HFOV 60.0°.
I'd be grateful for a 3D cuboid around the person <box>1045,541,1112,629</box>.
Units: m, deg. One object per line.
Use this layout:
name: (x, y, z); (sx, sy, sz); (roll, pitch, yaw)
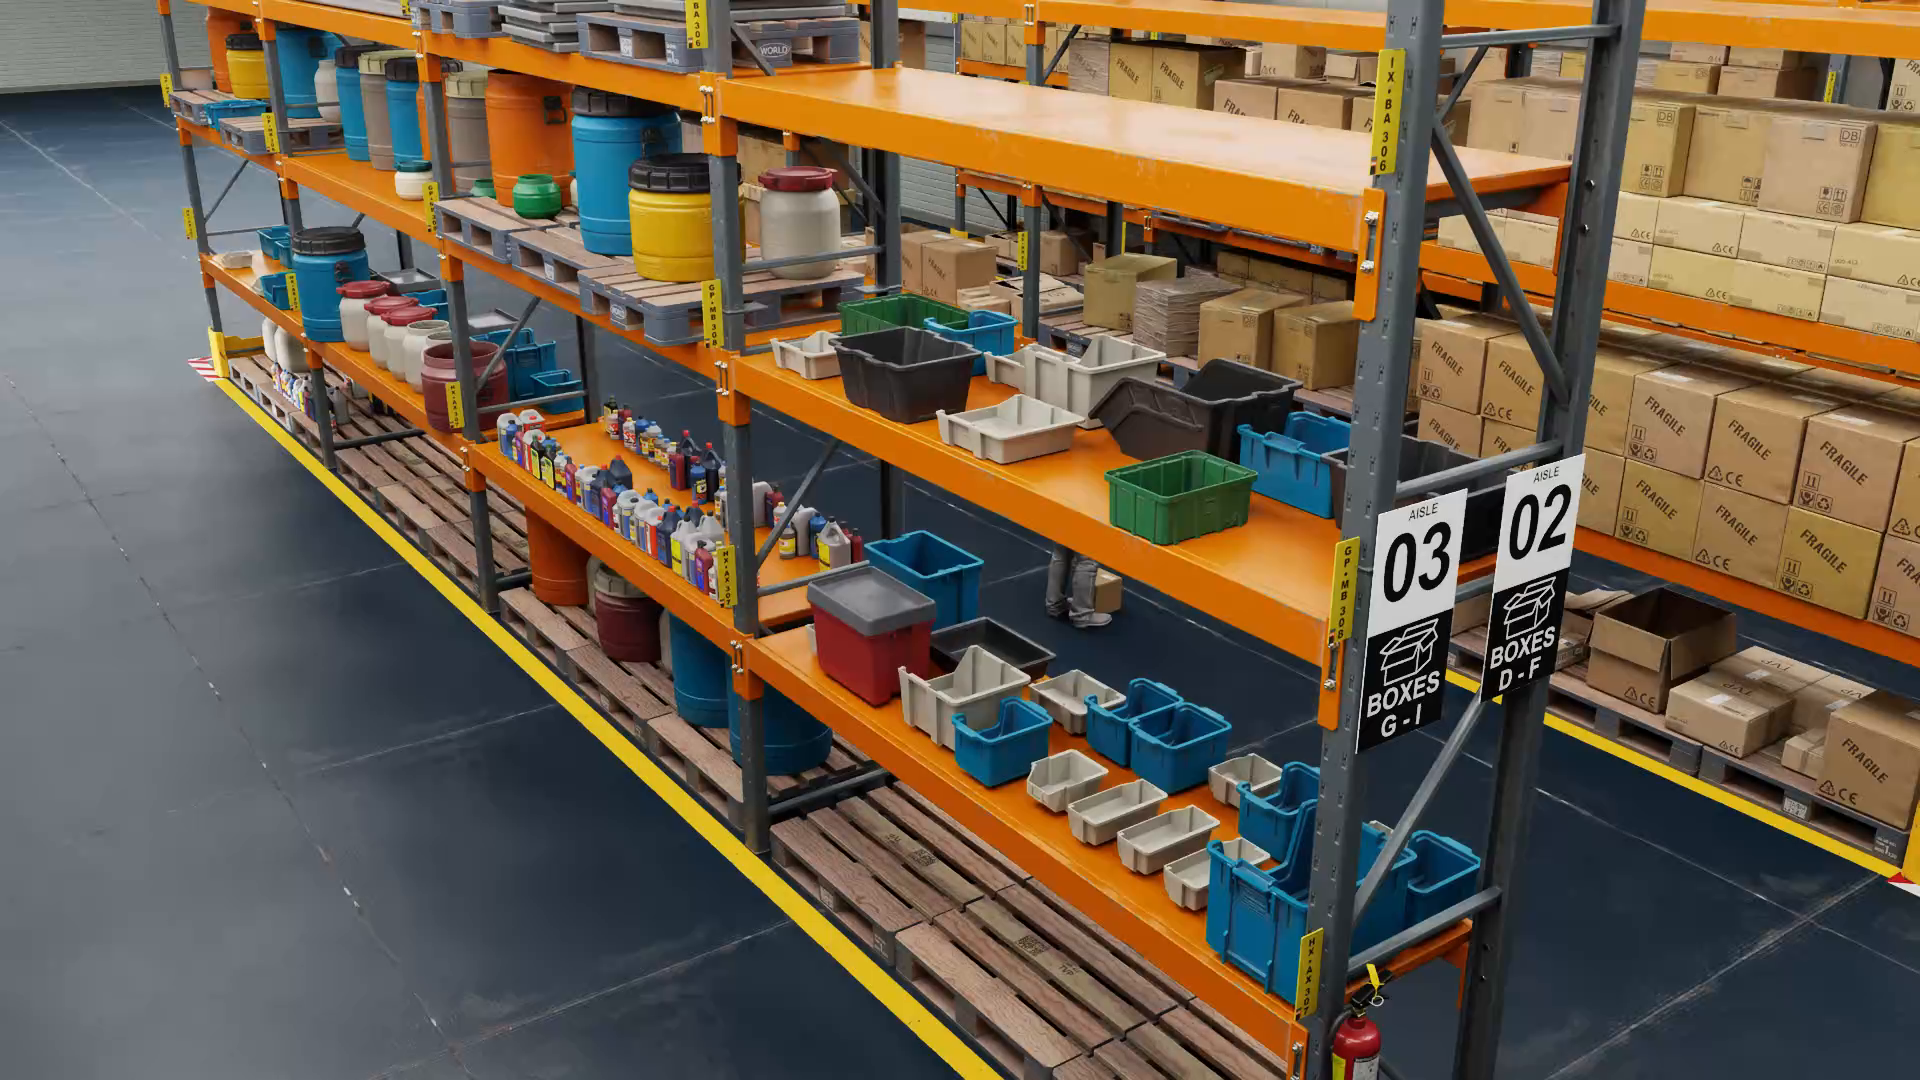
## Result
person: (0.801, -0.265, 11.731); (0.463, 1.770, 0.578); (-15, 26, -34)
